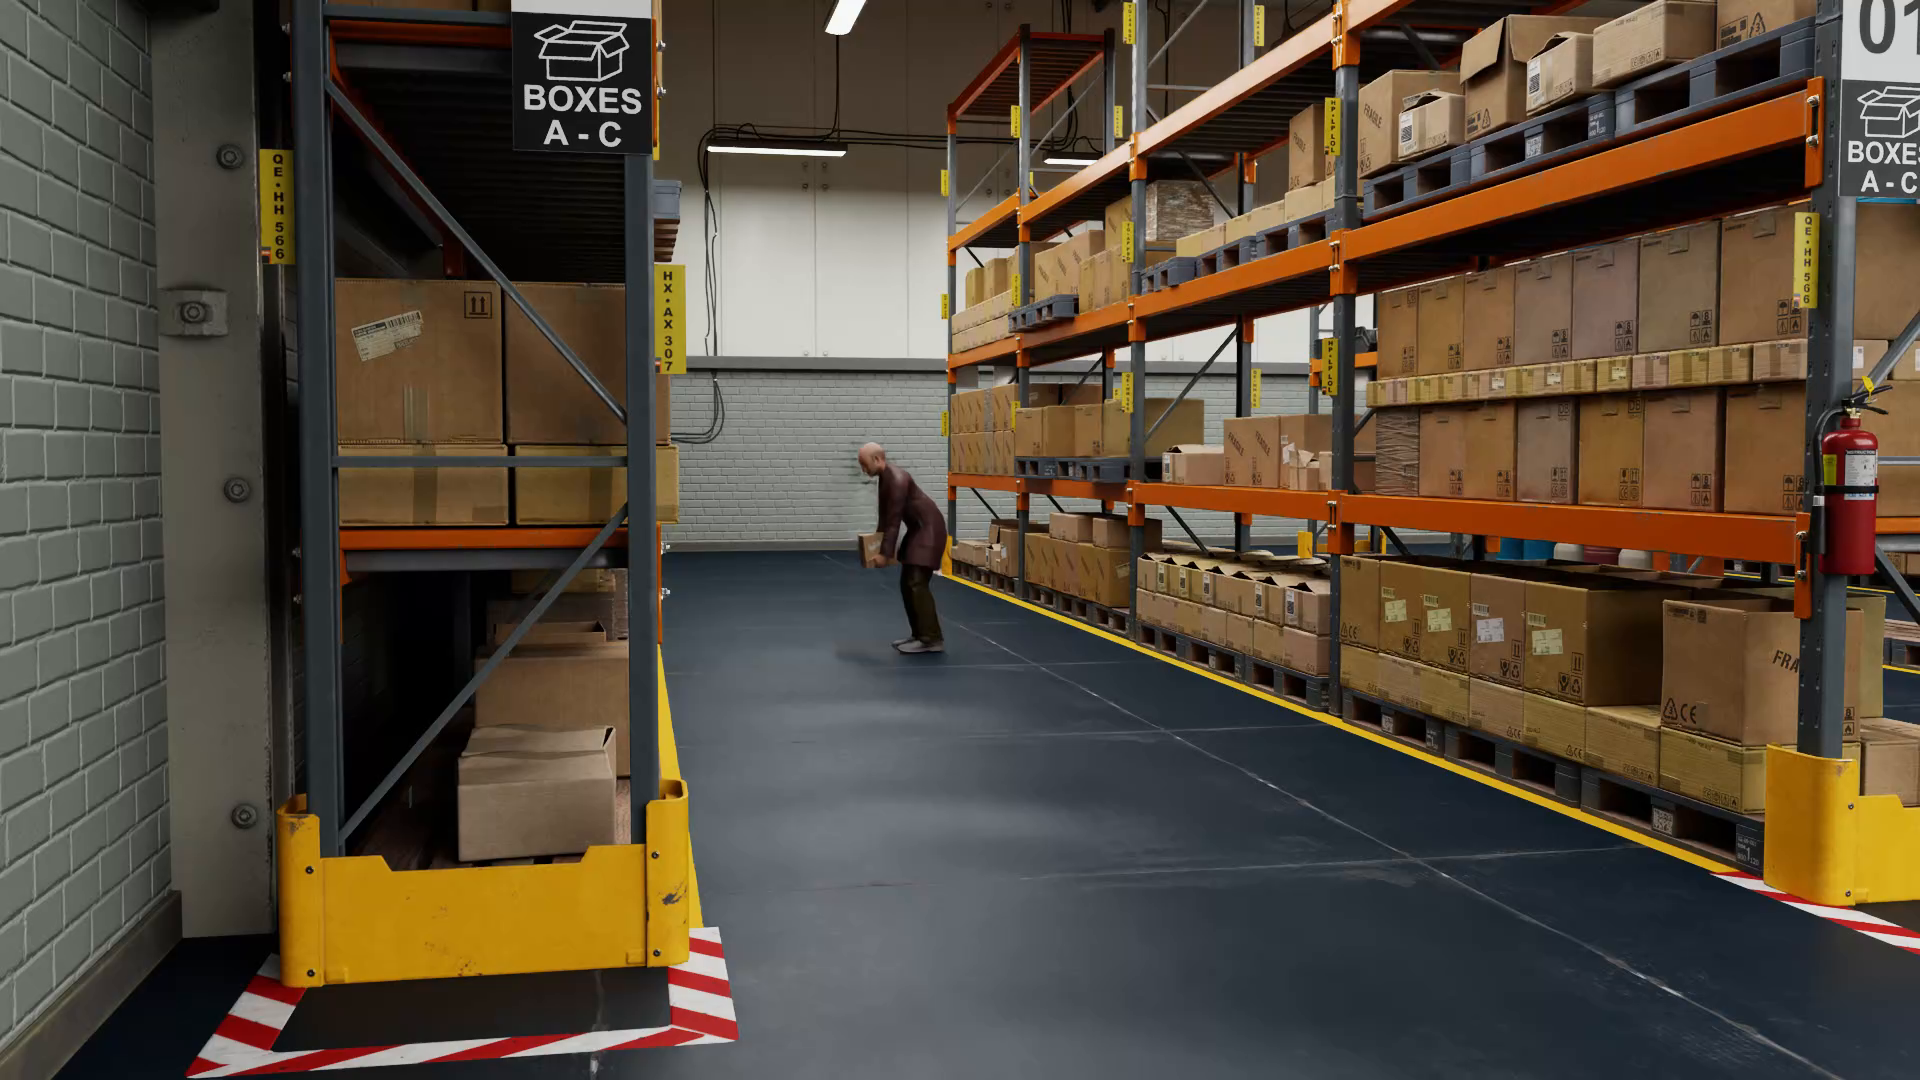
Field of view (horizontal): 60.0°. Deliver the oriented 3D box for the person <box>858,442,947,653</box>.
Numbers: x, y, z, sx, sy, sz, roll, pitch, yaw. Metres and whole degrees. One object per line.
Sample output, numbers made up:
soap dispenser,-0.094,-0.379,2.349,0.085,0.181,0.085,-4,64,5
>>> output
person,-0.451,0.061,12.965,0.697,1.626,0.544,-1,3,-13
